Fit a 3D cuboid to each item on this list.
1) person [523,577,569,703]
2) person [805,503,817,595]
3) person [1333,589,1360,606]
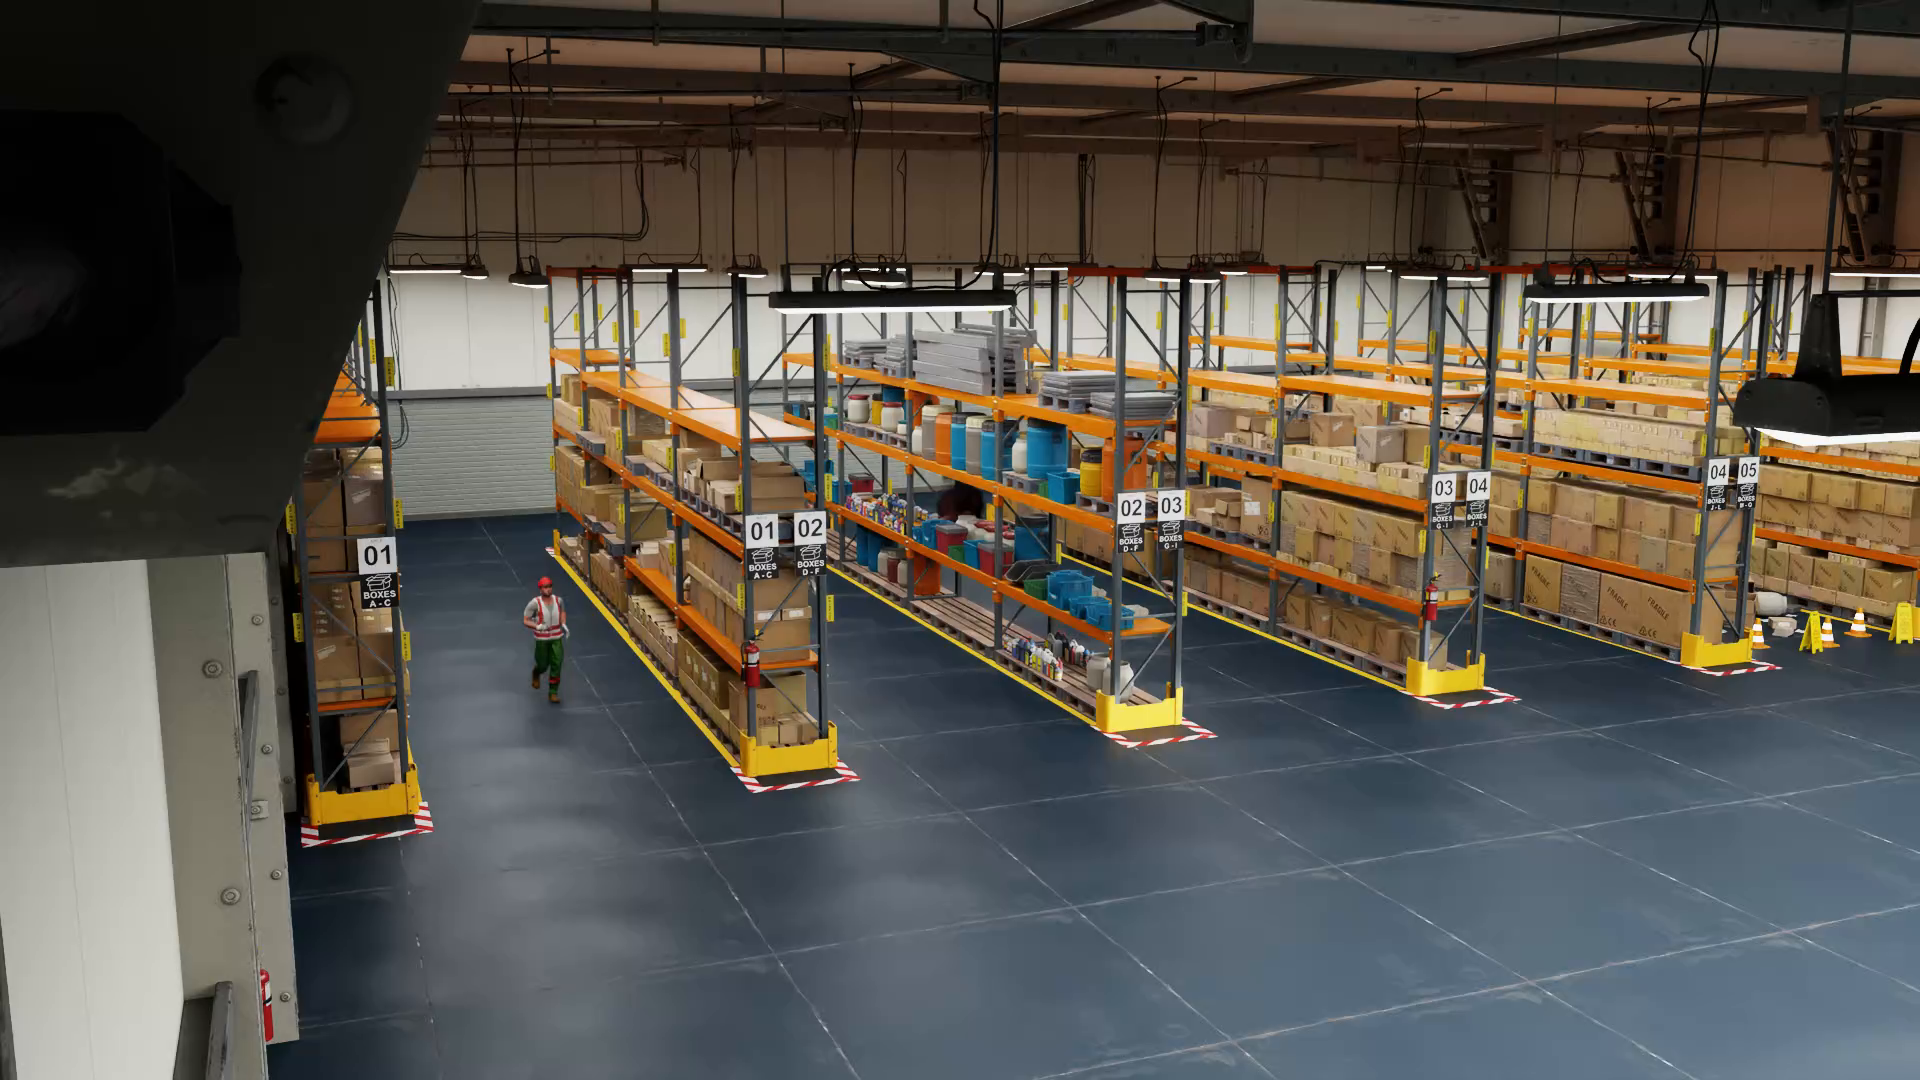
[{"bbox_3d":[-5.867,1.389,23.592,0.663,1.757,0.782,-7,12,-34],"label":"person"},{"bbox_3d":[-2.635,0.138,29.503,0.542,1.601,0.821,-5,11,-26],"label":"person"},{"bbox_3d":[7.019,0.345,29.883,0.616,1.716,0.683,-5,11,-25],"label":"person"}]
